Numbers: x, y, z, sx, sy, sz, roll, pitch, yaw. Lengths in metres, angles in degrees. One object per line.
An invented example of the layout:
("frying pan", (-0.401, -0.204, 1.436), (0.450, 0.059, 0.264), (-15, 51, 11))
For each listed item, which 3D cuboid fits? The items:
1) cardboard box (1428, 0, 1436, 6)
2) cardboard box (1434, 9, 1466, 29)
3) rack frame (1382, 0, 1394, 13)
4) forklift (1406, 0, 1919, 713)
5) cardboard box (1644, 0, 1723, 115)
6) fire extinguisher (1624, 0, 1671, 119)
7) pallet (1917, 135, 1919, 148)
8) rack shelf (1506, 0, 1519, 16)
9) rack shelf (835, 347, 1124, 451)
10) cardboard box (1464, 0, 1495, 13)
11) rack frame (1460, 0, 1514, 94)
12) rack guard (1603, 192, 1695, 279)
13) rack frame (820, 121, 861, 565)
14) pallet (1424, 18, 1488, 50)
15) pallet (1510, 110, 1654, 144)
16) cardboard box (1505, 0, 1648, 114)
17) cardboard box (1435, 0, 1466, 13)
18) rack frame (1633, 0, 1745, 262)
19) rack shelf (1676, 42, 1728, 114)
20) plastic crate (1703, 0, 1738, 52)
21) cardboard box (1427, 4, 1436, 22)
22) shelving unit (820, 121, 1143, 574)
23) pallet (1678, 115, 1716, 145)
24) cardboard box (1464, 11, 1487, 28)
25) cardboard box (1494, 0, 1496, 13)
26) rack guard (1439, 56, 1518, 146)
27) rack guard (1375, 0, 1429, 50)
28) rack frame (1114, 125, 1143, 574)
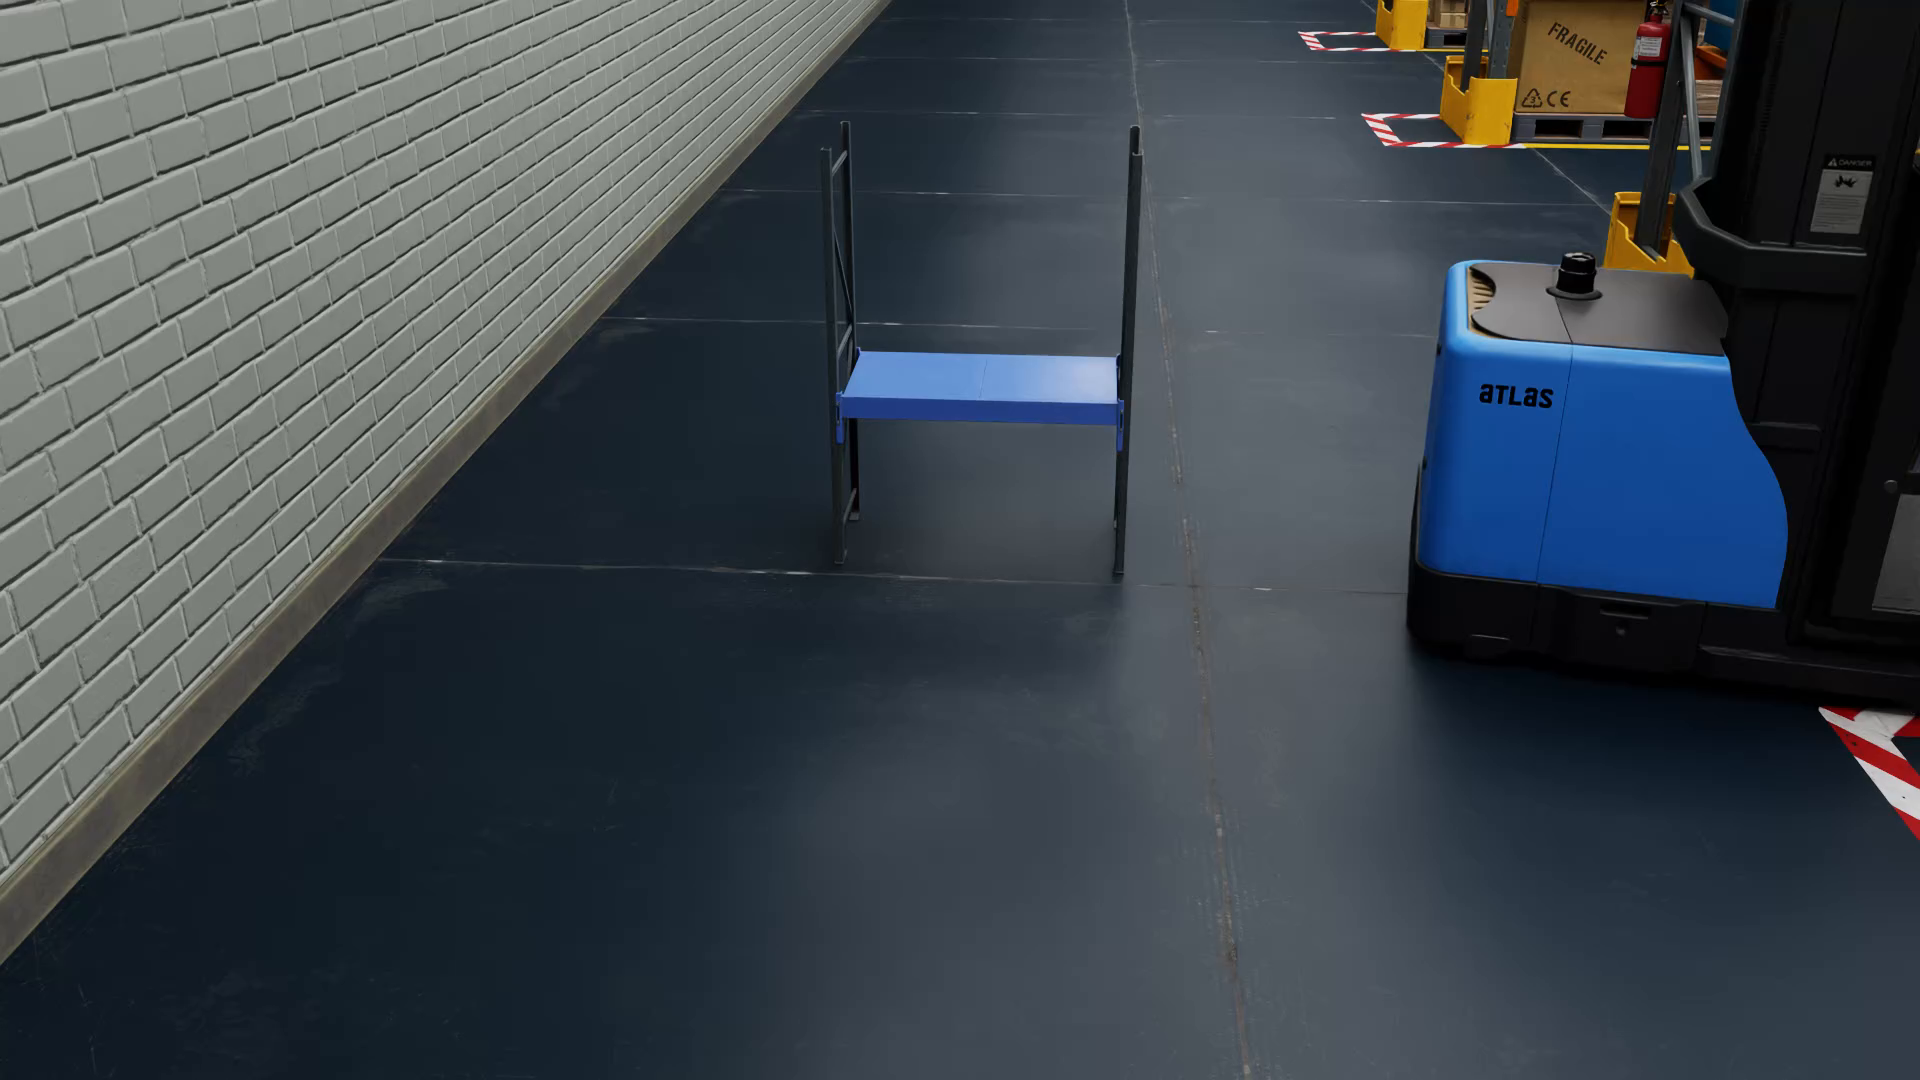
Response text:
("cardboard box", (5.196, -5.867, 17.965), (0.250, 0.149, 0.380), (1, 25, 3))
("cardboard box", (5.146, -5.480, 17.479), (0.250, 0.149, 0.380), (2, 25, 5))
("rack frame", (4.648, -6.734, 17.297), (0.127, 3.000, 1.000), (2, 25, 4))
("forklift", (3.043, -0.996, 4.909), (3.031, 2.935, 1.130), (6, 25, 14))
("cardboard box", (5.719, -3.880, 13.132), (0.875, 0.875, 0.875), (2, 25, 4))
("fire extinguisher", (3.673, -2.596, 8.841), (0.183, 0.674, 0.296), (2, 25, 4))
("pallet", (7.404, -3.332, 13.240), (1.213, 0.211, 1.003), (2, 25, 4))
("rack shelf", (6.162, -4.279, 12.823), (4.000, 0.370, 1.077), (2, 25, 4))
("rack shelf", (0.085, -0.515, 6.006), (1.000, 0.185, 0.538), (2, 25, 4))
("cardboard box", (5.420, -5.609, 17.404), (0.250, 0.149, 0.380), (2, 25, 4))
("rack frame", (4.168, -4.670, 12.811), (0.127, 3.000, 1.000), (2, 25, 4))
("rack guard", (3.764, -1.466, 8.837), (0.348, 0.500, 1.175), (2, 25, 4))
("rack frame", (-0.422, -0.695, 5.966), (0.032, 1.500, 0.500), (2, 25, 4))
("pallet", (5.531, -5.424, 17.786), (1.213, 0.211, 1.003), (2, 25, 4))
("pallet", (4.971, -3.410, 13.409), (1.213, 0.211, 1.003), (2, 25, 4))
("cardboard box", (4.812, -3.909, 13.196), (0.875, 0.875, 0.875), (2, 25, 4))
("cardboard box", (5.151, -5.641, 17.474), (0.250, 0.149, 0.380), (3, 25, 6))
("rack frame", (3.789, -2.606, 8.325), (0.127, 3.000, 1.000), (2, 25, 4))
("rack shelf", (5.783, -2.215, 8.336), (4.000, 0.370, 1.077), (2, 25, 4))
("plastic crate", (4.137, -2.716, 8.451), (0.499, 0.435, 0.616), (2, 25, 4))
("cardboard box", (5.189, -5.700, 17.957), (0.250, 0.149, 0.380), (2, 25, 5))
("shelving unit", (0.085, -0.679, 5.931), (1.048, 1.500, 0.538), (2, 25, 4))
("pallet", (6.184, -3.370, 13.322), (1.213, 0.211, 1.003), (2, 25, 4))
("cardboard box", (5.414, -5.506, 17.535), (0.250, 0.149, 0.380), (2, 25, 4))
("cardboard box", (5.671, -5.638, 17.467), (0.250, 0.149, 0.380), (2, 25, 5))
("rack guard", (4.144, -3.536, 13.335), (0.348, 0.500, 1.175), (2, 25, 4))
("rack guard", (4.724, -5.596, 17.814), (0.348, 0.500, 1.175), (2, 25, 4))
("rack frame", (0.592, -0.662, 5.895), (0.032, 1.500, 0.500), (2, 25, 4))
